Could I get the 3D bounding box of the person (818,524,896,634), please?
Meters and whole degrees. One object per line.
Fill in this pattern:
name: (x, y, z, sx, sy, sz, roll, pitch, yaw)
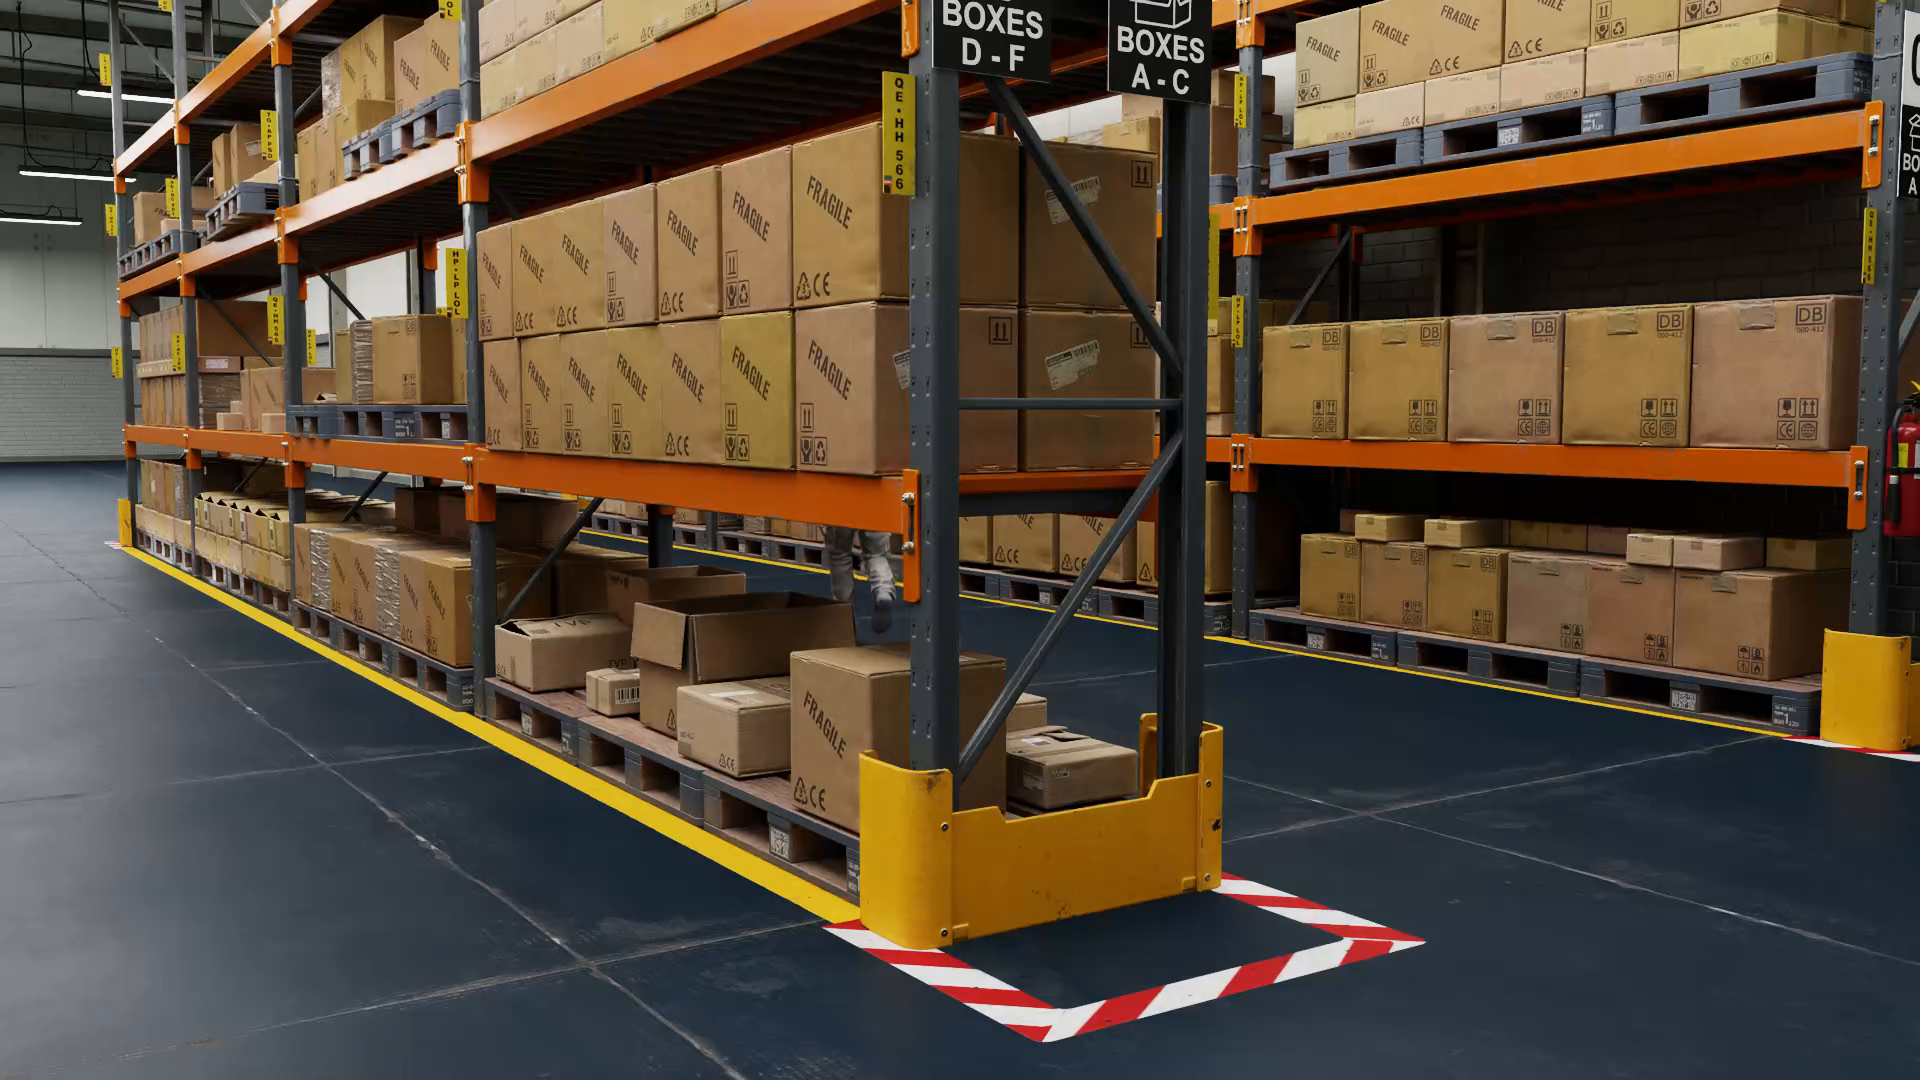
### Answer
person: (-0.615, -0.243, 10.507, 0.599, 1.759, 0.781, -1, 5, -16)
